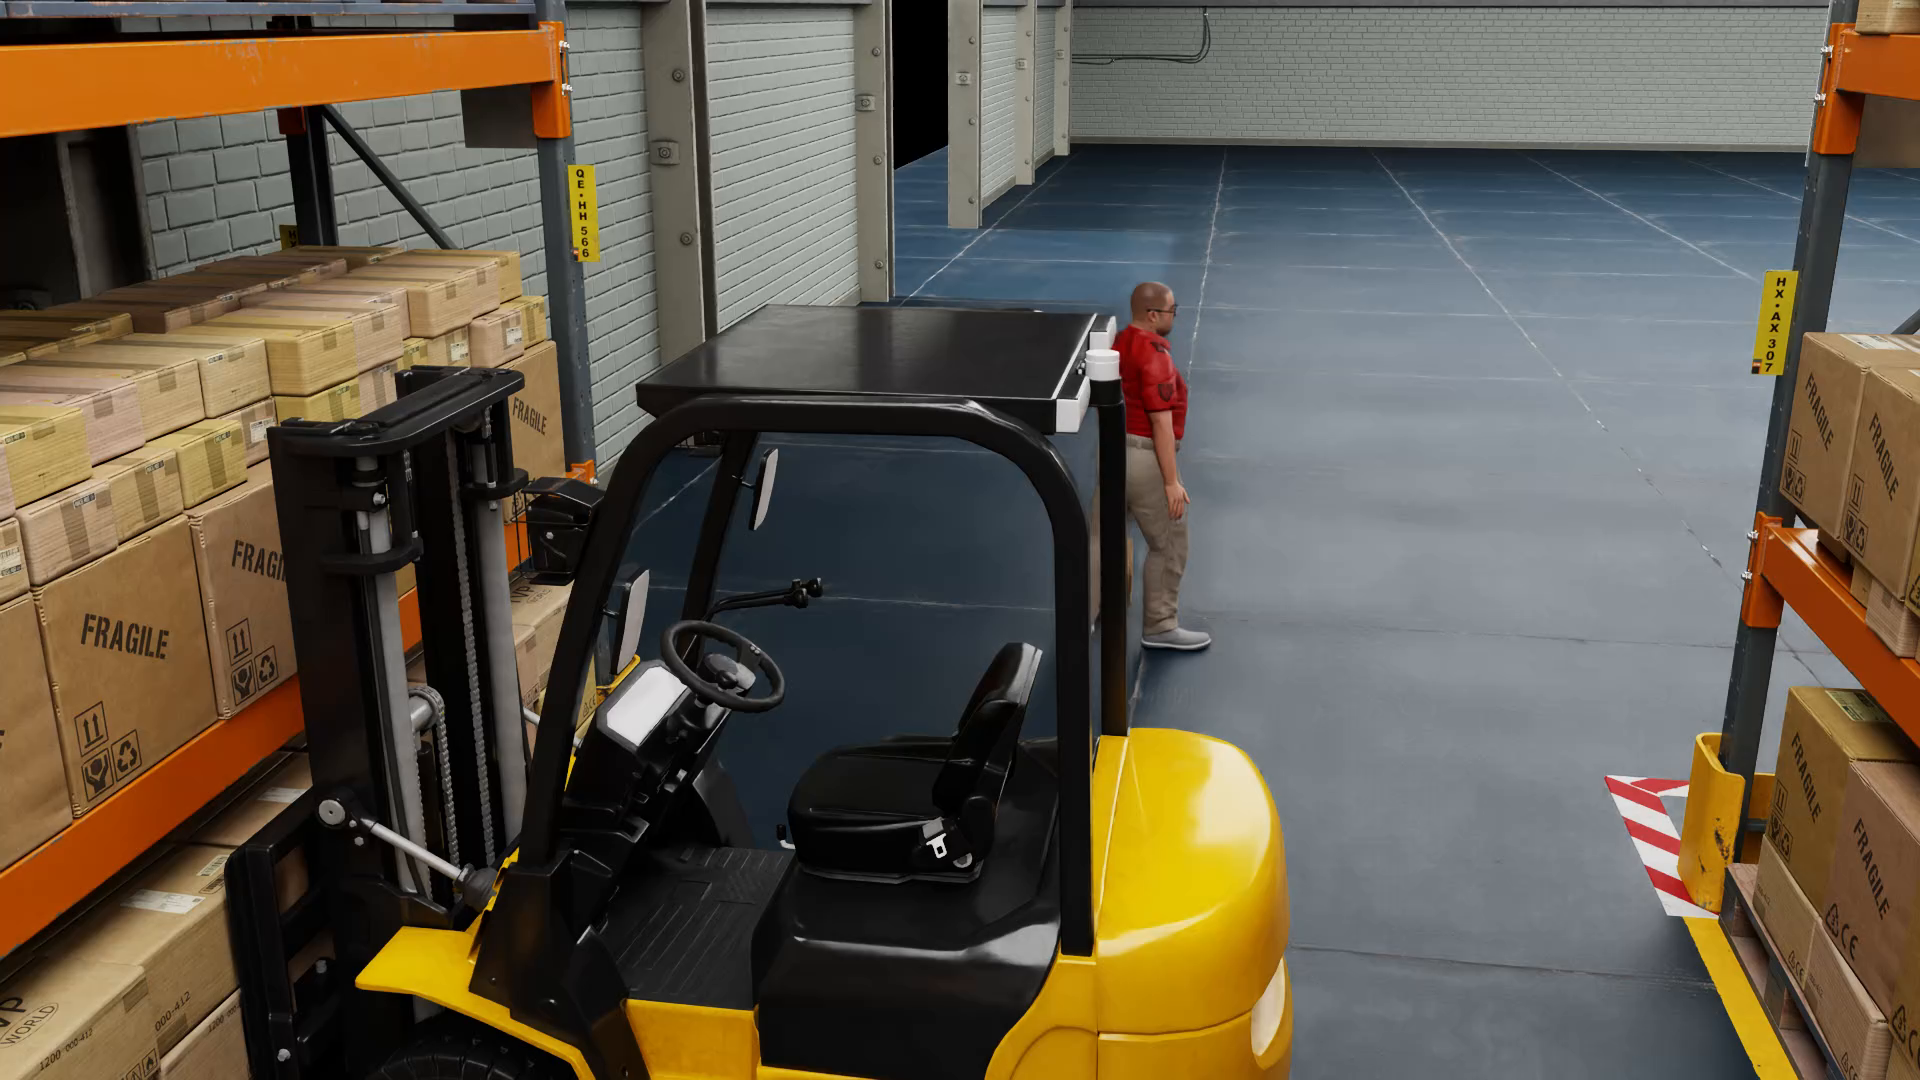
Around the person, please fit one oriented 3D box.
[{"bbox_3d":[0.829,-0.320,7.582,0.639,1.718,0.648,-9,20,-26],"label":"person"}]
